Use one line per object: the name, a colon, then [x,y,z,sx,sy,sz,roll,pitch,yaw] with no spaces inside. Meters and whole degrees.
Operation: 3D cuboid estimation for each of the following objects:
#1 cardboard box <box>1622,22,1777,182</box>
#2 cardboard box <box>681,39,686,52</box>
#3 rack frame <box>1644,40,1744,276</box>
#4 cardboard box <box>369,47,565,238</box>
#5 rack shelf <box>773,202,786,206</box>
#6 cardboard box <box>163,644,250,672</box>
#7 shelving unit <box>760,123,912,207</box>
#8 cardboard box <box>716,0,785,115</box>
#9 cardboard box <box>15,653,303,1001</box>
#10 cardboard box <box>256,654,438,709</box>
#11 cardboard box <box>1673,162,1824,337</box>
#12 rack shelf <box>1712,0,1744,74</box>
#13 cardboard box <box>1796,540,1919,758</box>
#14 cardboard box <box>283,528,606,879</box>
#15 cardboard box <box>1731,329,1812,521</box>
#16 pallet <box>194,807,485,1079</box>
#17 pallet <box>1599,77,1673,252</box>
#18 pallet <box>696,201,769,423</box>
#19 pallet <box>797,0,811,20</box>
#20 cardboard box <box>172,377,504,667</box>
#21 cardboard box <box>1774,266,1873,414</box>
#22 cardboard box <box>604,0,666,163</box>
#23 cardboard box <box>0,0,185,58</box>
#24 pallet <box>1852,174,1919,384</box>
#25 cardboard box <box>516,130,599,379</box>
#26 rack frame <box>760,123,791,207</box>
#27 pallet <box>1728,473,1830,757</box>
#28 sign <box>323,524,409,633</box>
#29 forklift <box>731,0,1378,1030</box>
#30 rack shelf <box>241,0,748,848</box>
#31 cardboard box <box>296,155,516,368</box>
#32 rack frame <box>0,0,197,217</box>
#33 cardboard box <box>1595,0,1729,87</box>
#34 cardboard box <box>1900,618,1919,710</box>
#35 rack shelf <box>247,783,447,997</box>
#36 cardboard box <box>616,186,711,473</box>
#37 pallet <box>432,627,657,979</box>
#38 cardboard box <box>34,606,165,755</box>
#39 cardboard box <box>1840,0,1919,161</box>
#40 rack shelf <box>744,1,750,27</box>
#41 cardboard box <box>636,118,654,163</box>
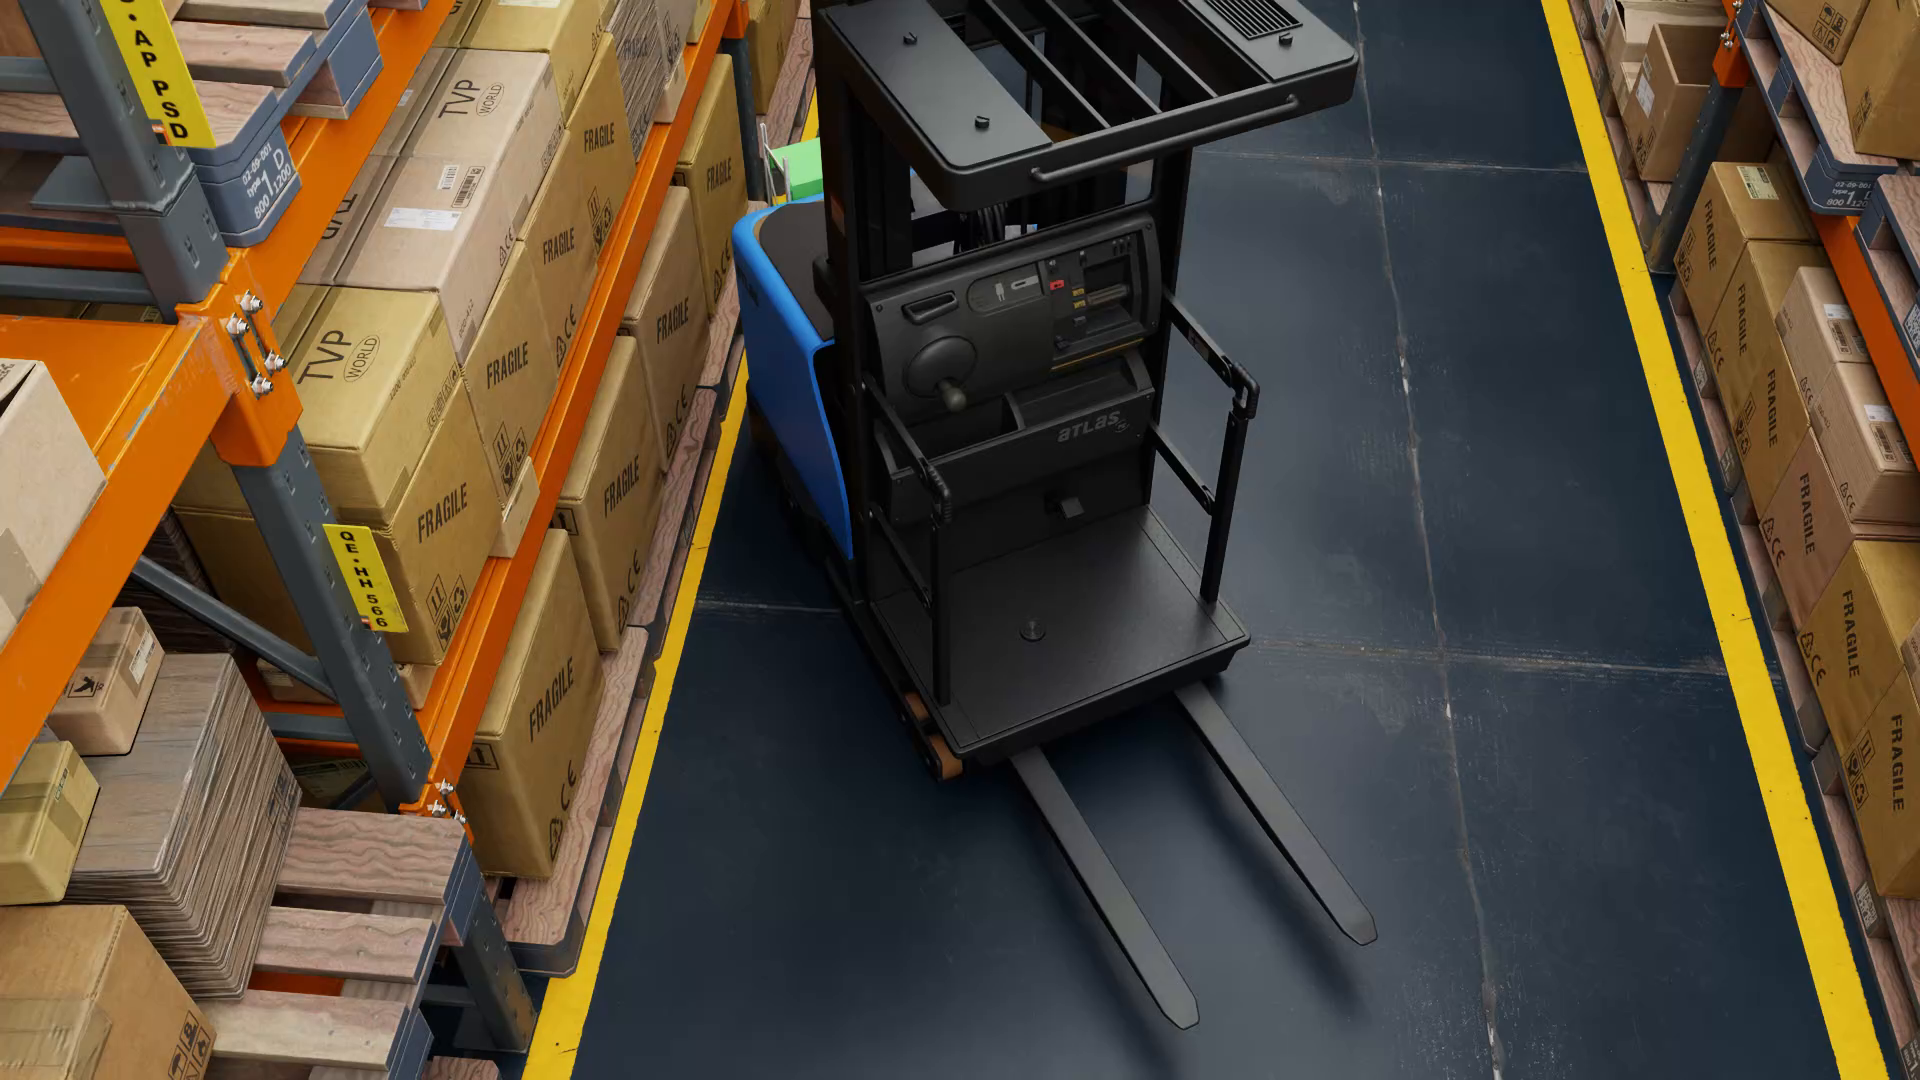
cardboard box: [3.307,-1.935,7.383,0.500,0.500,0.500,4,48,4]
cardboard box: [-1.213,-1.803,6.023,0.380,0.149,0.250,5,48,5]
rack frame: [3.537,-2.192,6.222,1.000,3.000,0.127,4,48,4]
cardboard box: [-1.373,-1.056,4.392,0.500,0.250,0.500,4,48,4]
rack shelf: [-0.443,-1.213,6.308,0.480,0.148,0.258,-20,50,-17]
cardboard box: [-1.986,0.238,4.156,0.380,0.149,0.250,5,48,4]
shelving unit: [-0.443,-1.094,6.438,0.503,1.200,0.258,-20,50,-17]
cardboard box: [-1.226,-2.363,7.788,0.700,0.500,0.500,4,48,4]
cardboard box: [-1.794,0.581,3.320,0.700,0.500,0.500,-1,48,-1]
cardboard box: [-1.500,0.268,4.128,0.380,0.149,0.250,3,48,3]
cardboard box: [3.251,-1.158,6.672,0.500,0.500,0.500,2,48,2]
rack shelf: [3.720,-3.419,7.832,1.077,0.370,4.000,4,48,4]
cardboard box: [3.072,0.359,5.285,0.500,0.500,0.500,2,48,2]
cardboard box: [-1.563,0.469,4.961,0.750,0.750,0.750,3,48,3]
cardboard box: [3.160,-0.399,5.978,0.500,0.500,0.500,4,48,4]
pallet: [-1.719,1.012,3.421,1.213,0.211,1.003,4,48,4]
pallet: [3.601,-1.756,7.713,1.003,0.211,1.213,4,48,4]
pallet: [-1.391,-1.009,7.030,1.003,0.211,1.213,4,48,4]
pallet: [-1.140,-3.034,8.882,1.003,0.211,1.213,4,48,4]
cardboard box: [-1.462,-0.064,3.993,0.500,0.500,0.500,5,48,5]
cardboard box: [3.159,-0.676,5.723,0.500,0.250,0.500,4,48,4]
cardboard box: [-1.278,-1.563,5.364,0.500,0.500,0.500,4,48,4]
cardboard box: [-1.774,-1.131,2.853,0.700,0.500,0.500,1,48,0]
pallet: [3.345,-0.617,4.912,1.003,0.211,1.213,4,48,4]
cardboard box: [-1.358,-0.813,4.678,0.500,0.500,0.500,4,48,3]
rack frame: [-0.663,-1.016,6.367,0.015,1.200,0.240,-20,50,-17]
pallet: [3.392,0.248,5.880,1.003,0.211,1.213,4,48,4]
sign: [-1.219,0.082,3.411,0.100,0.325,0.005,4,48,4]
forklift: [0.272,-0.571,4.786,1.130,2.935,3.031,-20,50,-17]
rack shelf: [-1.578,-0.810,5.446,1.077,0.370,4.000,4,48,4]
cardboard box: [-1.414,-0.689,4.056,0.500,0.250,0.500,3,48,3]
rack frame: [-1.761,-1.608,1.622,1.000,3.000,0.127,4,48,4]
cardboard box: [3.375,-2.422,7.957,0.500,0.311,0.500,4,48,4]
cardboard box: [3.025,0.444,4.698,0.500,0.250,0.500,6,48,5]
rack shelf: [-1.943,2.129,2.757,1.077,0.370,4.000,4,48,4]
cardboard box: [-1.404,-0.799,6.120,0.750,0.750,0.750,5,48,5]
pallet: [-1.614,0.784,5.390,1.003,0.211,1.213,4,48,4]
cardboard box: [-1.762,0.271,3.164,0.380,0.149,0.250,-2,48,-2]
cardboard box: [3.272,-1.525,5.260,0.700,0.500,0.500,11,48,10]
rack shelf: [-1.214,-3.749,8.134,1.077,0.370,4.000,4,48,4]
cardboard box: [-1.267,-1.430,5.681,0.380,0.149,0.250,4,48,4]
